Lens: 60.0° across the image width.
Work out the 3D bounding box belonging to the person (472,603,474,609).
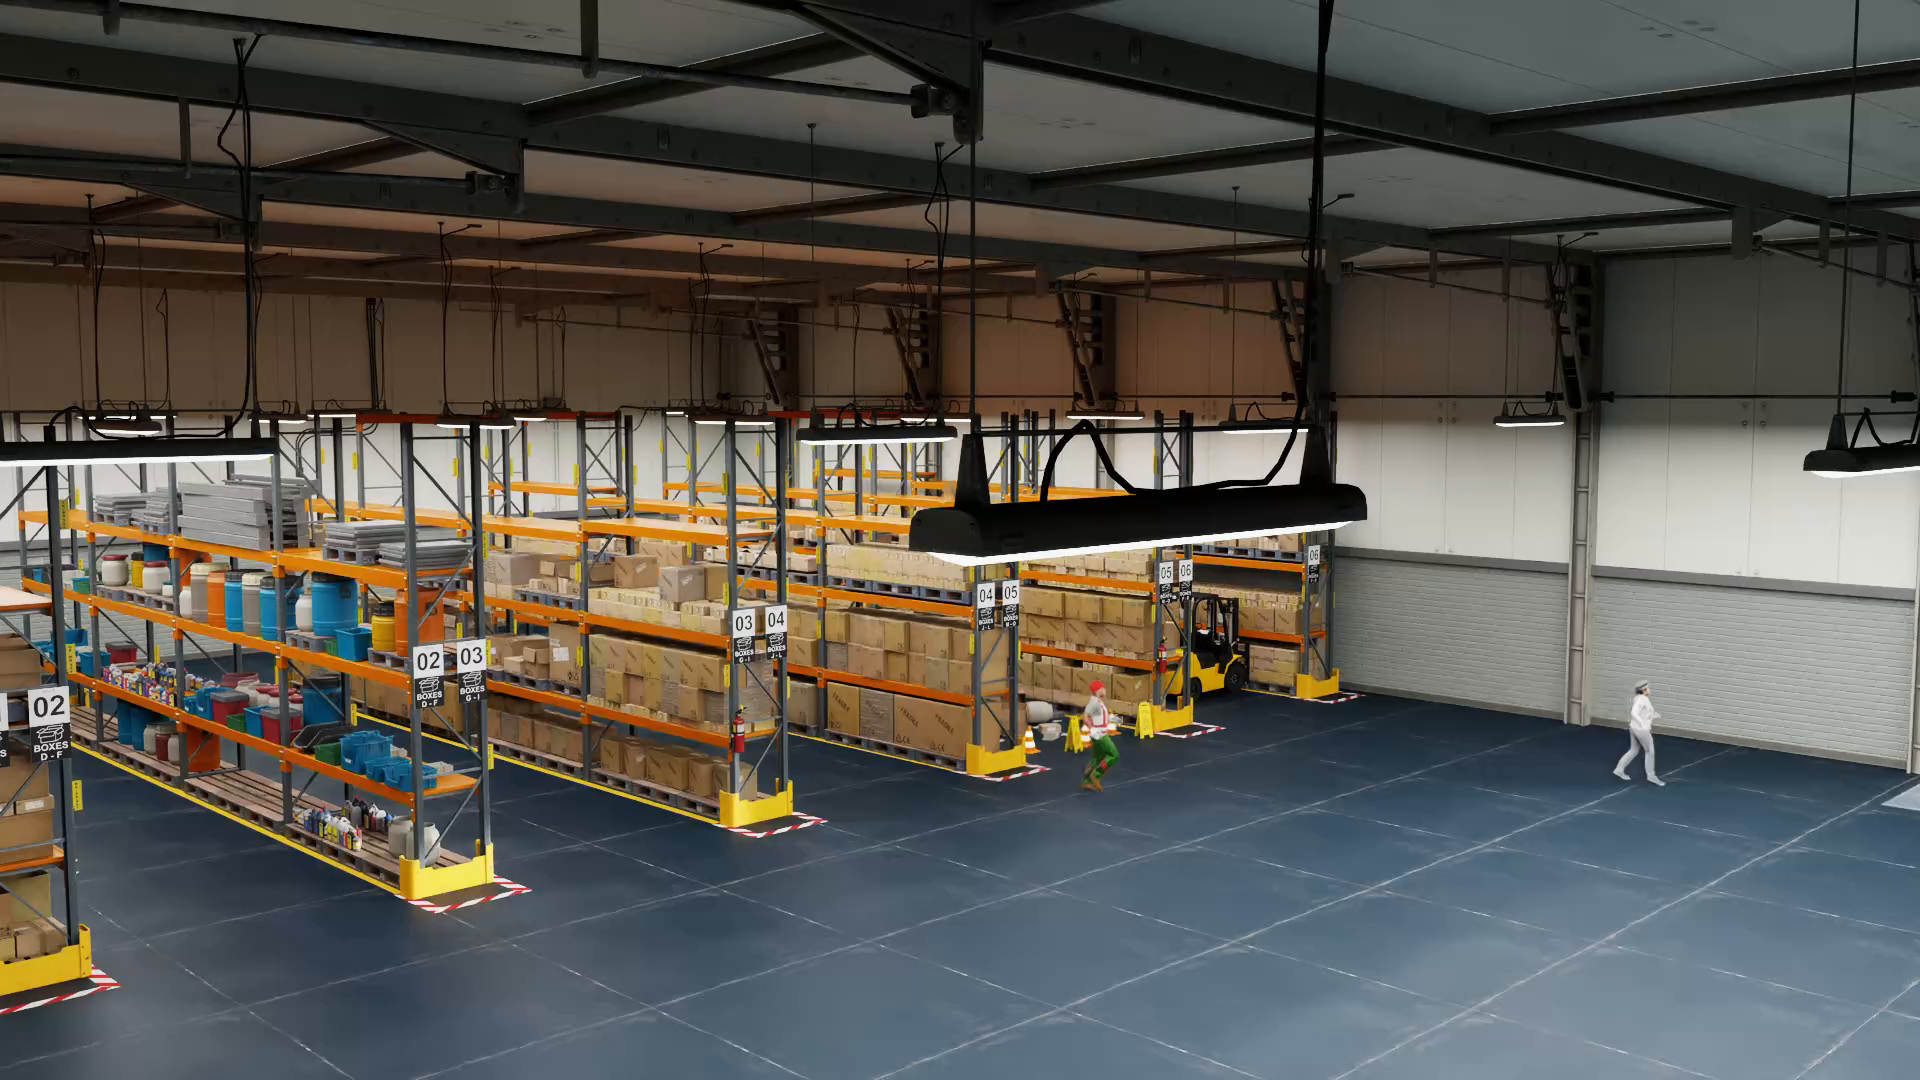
[{"bbox_3d":[-10.800,2.239,37.106,0.738,1.759,0.609,-4,6,-36],"label":"person"}]

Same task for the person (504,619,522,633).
[{"bbox_3d":[-10.885,1.949,40.764,0.557,1.716,0.759,0,5,2],"label":"person"}]

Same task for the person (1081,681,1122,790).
[{"bbox_3d":[2.268,3.125,26.629,0.658,1.746,0.651,0,5,3],"label":"person"}]

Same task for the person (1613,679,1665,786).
[{"bbox_3d":[11.080,3.123,27.087,0.789,1.724,0.606,0,5,6],"label":"person"}]
